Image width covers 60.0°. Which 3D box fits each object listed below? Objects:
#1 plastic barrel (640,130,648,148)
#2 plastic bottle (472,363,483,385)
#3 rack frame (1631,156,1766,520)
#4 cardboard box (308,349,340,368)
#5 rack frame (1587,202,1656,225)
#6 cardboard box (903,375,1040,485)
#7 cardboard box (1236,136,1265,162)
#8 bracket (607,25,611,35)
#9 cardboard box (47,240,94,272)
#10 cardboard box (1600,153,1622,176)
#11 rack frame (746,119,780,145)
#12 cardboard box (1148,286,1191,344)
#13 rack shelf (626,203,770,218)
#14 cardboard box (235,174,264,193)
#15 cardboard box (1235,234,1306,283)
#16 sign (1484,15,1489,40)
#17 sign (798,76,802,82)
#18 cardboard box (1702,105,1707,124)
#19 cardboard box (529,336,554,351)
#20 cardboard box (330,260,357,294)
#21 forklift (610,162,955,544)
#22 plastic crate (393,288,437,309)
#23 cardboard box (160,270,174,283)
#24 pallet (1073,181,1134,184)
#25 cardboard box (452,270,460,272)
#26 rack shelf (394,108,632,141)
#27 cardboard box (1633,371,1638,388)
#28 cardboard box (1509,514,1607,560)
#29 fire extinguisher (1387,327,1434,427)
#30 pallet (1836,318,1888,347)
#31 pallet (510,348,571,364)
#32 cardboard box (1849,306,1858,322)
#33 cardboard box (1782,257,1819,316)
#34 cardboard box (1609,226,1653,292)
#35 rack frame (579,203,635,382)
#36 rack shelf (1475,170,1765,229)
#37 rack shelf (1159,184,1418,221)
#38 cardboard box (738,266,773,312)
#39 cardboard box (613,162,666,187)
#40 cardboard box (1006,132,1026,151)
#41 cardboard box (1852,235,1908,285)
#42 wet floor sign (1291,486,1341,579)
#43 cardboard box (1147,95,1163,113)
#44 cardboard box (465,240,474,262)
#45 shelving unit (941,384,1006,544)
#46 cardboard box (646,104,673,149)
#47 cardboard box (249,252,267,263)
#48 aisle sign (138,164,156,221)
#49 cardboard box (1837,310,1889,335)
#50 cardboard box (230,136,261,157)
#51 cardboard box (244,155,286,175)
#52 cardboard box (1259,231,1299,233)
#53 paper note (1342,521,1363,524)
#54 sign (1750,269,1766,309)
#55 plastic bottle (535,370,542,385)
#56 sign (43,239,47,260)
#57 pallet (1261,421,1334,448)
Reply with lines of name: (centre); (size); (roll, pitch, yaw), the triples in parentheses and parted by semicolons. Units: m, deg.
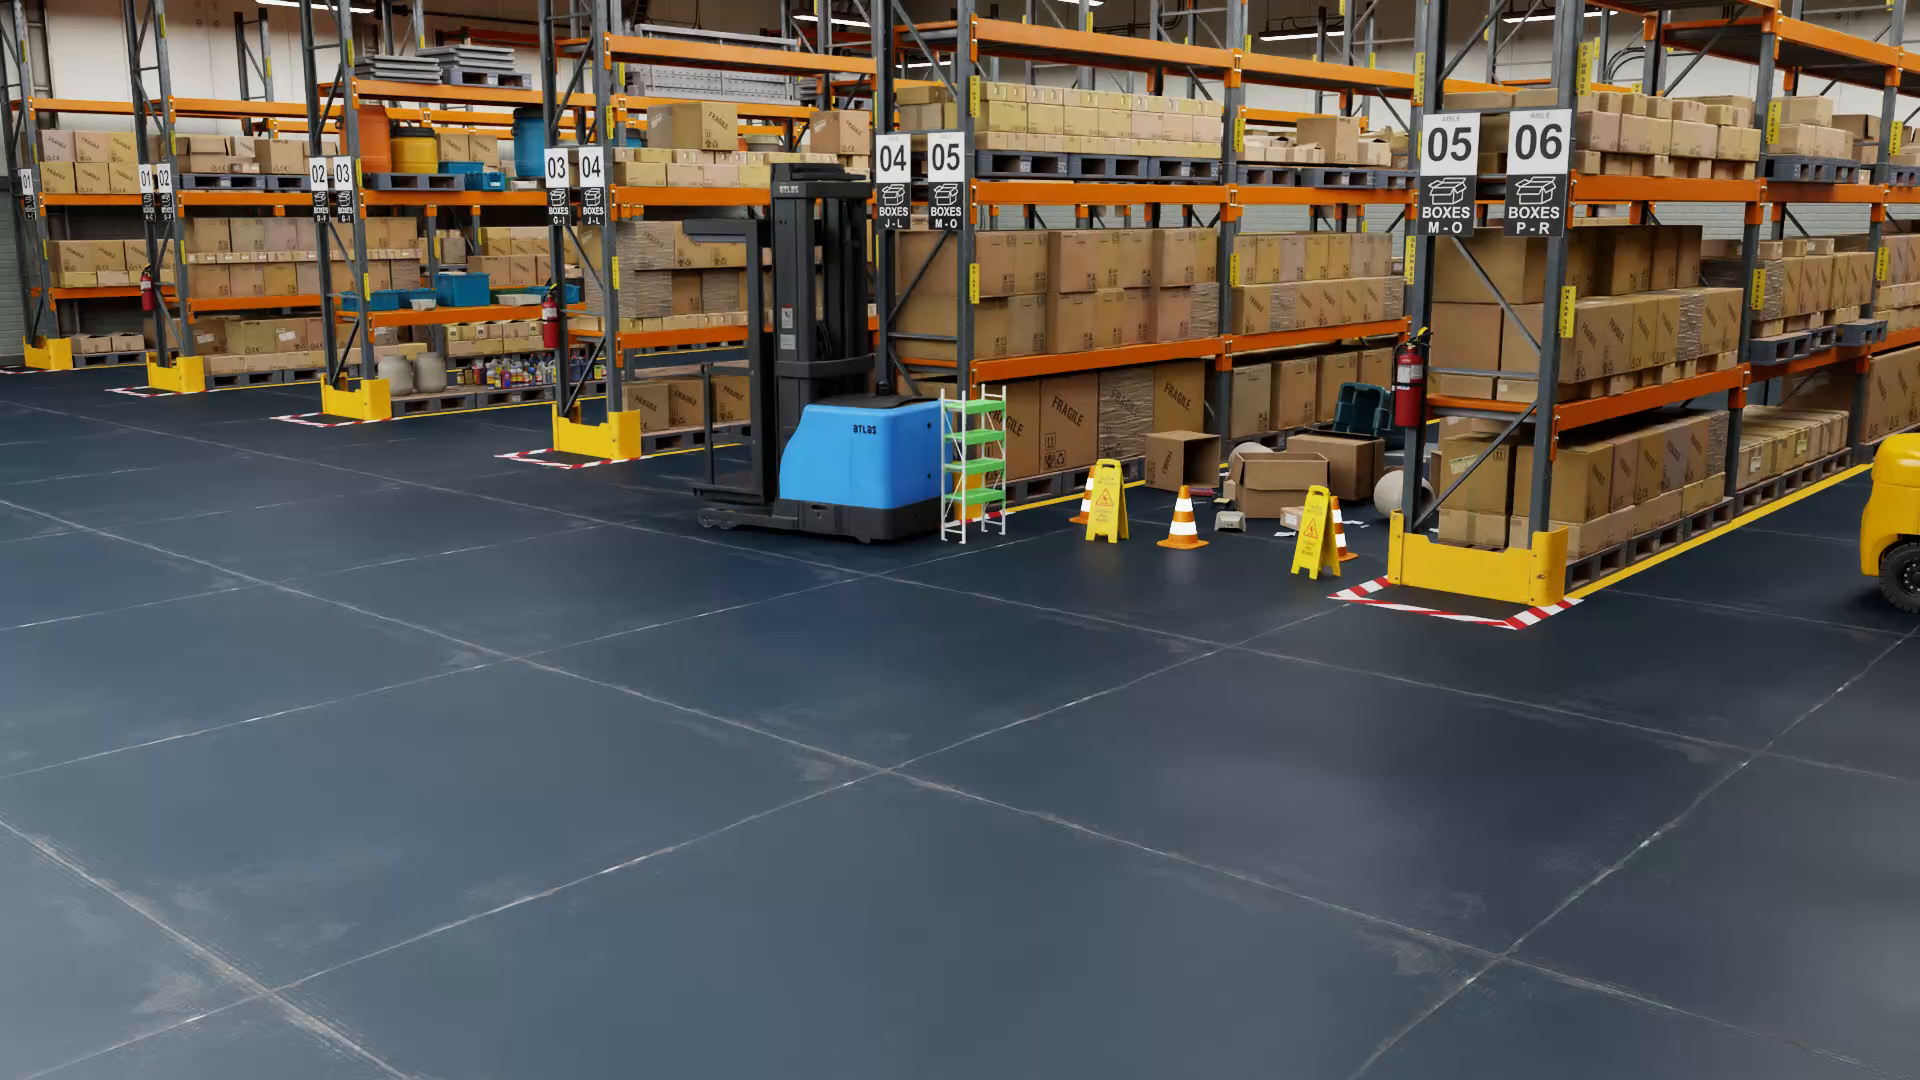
plastic barrel: (-4.429, -5.539, 24.346); (0.600, 0.901, 0.600); (0, 11, 0)
plastic bottle: (-6.603, -2.275, 22.774); (0.152, 0.276, 0.135); (10, 15, 41)
rack frame: (6.132, -1.701, 14.071); (1.000, 3.000, 0.127); (10, 15, 40)
cardboard box: (-9.879, -2.804, 25.538); (0.500, 0.250, 0.500); (10, 15, 40)
rack frame: (10.268, -4.092, 26.040); (1.000, 3.000, 0.127); (10, 15, 40)
cardboard box: (0.104, -1.010, 14.964); (0.875, 0.875, 0.875); (10, 15, 41)
cardboard box: (2.933, -4.043, 17.152); (0.258, 0.266, 0.396); (9, 15, 39)
bracket: (-7.389, -10.896, 35.598); (0.235, 0.232, 0.430); (10, 15, 40)
cardboard box: (-14.574, -4.651, 27.255); (0.500, 0.500, 0.500); (10, 15, 40)
cardboard box: (4.261, -2.552, 11.314); (0.380, 0.149, 0.250); (10, 15, 42)
rack frame: (-4.554, -9.611, 38.357); (1.000, 3.000, 0.127); (10, 15, 40)
cardboard box: (1.766, -2.260, 16.487); (0.875, 0.550, 0.550); (10, 15, 40)
rack shelf: (-3.713, -5.035, 24.942); (1.077, 0.370, 4.000); (10, 15, 40)
cardboard box: (-12.624, -6.327, 29.266); (0.500, 0.500, 0.500); (10, 15, 42)
cardboard box: (3.342, -3.090, 18.215); (0.700, 0.500, 0.500); (10, 15, 41)
sign: (7.232, -7.015, 22.772); (0.100, 0.325, 0.005); (10, 15, 40)
sign: (-3.050, -8.848, 31.745); (0.100, 0.325, 0.005); (10, 15, 40)
cardboard box: (5.410, -3.210, 12.572); (0.380, 0.149, 0.250); (9, 15, 39)
cardboard box: (-7.284, -3.375, 28.399); (0.500, 0.250, 0.500); (10, 15, 41)
cardboard box: (-9.717, -4.095, 25.801); (0.700, 0.500, 0.500); (10, 15, 41)
forklift: (-1.572, -1.600, 13.737); (3.031, 2.935, 1.130); (7, 13, 30)
plastic crate: (-7.135, -3.169, 21.797); (0.499, 0.251, 0.408); (10, 15, 40)
cardboard box: (-13.546, -4.509, 28.460); (0.500, 0.250, 0.500); (10, 15, 41)
pallet: (1.713, -5.051, 23.666); (1.213, 0.211, 1.003); (11, 16, 43)
cardboard box: (-8.309, -4.351, 27.681); (0.396, 0.266, 0.258); (9, 15, 39)
rack shelf: (-7.431, -6.951, 27.897); (1.077, 0.370, 4.000); (10, 15, 40)
cardboard box: (4.740, -1.201, 12.207); (0.380, 0.149, 0.250); (10, 15, 42)
cardboard box: (4.231, -0.053, 11.768); (0.500, 0.250, 0.500); (10, 15, 40)
fire extinguisher: (3.069, -1.118, 11.346); (0.296, 0.674, 0.183); (10, 15, 40)
pallet: (8.382, -2.077, 16.442); (1.213, 0.211, 1.003); (10, 15, 40)
pallet: (-7.489, -3.190, 28.645); (1.003, 0.211, 1.213); (10, 15, 40)
cardboard box: (8.477, -2.202, 16.148); (0.380, 0.149, 0.250); (10, 15, 40)
cardboard box: (7.323, -2.279, 14.875); (0.500, 0.500, 0.500); (10, 15, 40)
cardboard box: (4.973, -2.207, 13.036); (0.700, 0.500, 0.500); (9, 15, 39)
rack frame: (-5.033, -3.623, 23.692); (1.000, 3.000, 0.127); (10, 15, 40)
rack shelf: (4.811, -2.525, 12.375); (1.077, 0.370, 4.000); (10, 15, 40)
rack shelf: (3.667, -3.739, 18.451); (1.077, 0.370, 4.000); (10, 15, 40)
cardboard box: (-2.628, -2.896, 19.035); (0.875, 0.500, 0.500); (10, 15, 40)
cardboard box: (-3.441, -3.829, 17.448); (0.500, 0.250, 0.500); (10, 15, 42)
cardboard box: (0.341, -3.387, 14.168); (0.380, 0.149, 0.250); (10, 15, 41)
cardboard box: (9.601, -2.944, 17.486); (0.500, 0.500, 0.500); (10, 15, 41)
wet floor sign: (2.562, -0.069, 11.908); (0.232, 0.644, 0.267); (-6, 13, -28)
cardboard box: (1.677, -4.076, 15.580); (0.380, 0.149, 0.250); (10, 15, 41)
cardboard box: (-9.721, -5.801, 33.530); (0.500, 0.500, 0.500); (10, 15, 41)
shelving unit: (0.109, -0.613, 13.216); (0.258, 1.200, 0.503); (10, 15, 40)
cardboard box: (-3.120, -4.566, 18.463); (0.500, 0.500, 0.500); (10, 15, 40)
cardboard box: (-10.465, -4.185, 24.595); (0.380, 0.149, 0.250); (9, 15, 39)
aisle sign: (-11.656, -4.979, 23.842); (0.394, 0.787, 0.004); (10, 15, 40)
cardboard box: (9.284, -2.256, 17.230); (0.500, 0.250, 0.500); (9, 15, 39)
cardboard box: (-12.602, -6.815, 29.157); (0.500, 0.500, 0.500); (8, 14, 36)
cardboard box: (-10.463, -5.663, 25.044); (0.500, 0.311, 0.500); (-10, 15, -41)
cardboard box: (5.422, -5.002, 28.305); (0.500, 0.500, 0.500); (9, 15, 39)
paper note: (3.293, -0.153, 13.930); (0.142, 0.019, 0.148); (-6, 13, -28)
sign: (6.544, -2.057, 13.641); (0.100, 0.325, 0.005); (10, 15, 40)
plastic bottle: (-5.749, -2.214, 22.661); (0.097, 0.201, 0.097); (0, 11, 0)
sign: (-14.708, -4.670, 26.723); (0.100, 0.325, 0.005); (10, 15, 40)
pallet: (3.605, -1.263, 18.994); (1.003, 0.211, 1.213); (10, 15, 40)
